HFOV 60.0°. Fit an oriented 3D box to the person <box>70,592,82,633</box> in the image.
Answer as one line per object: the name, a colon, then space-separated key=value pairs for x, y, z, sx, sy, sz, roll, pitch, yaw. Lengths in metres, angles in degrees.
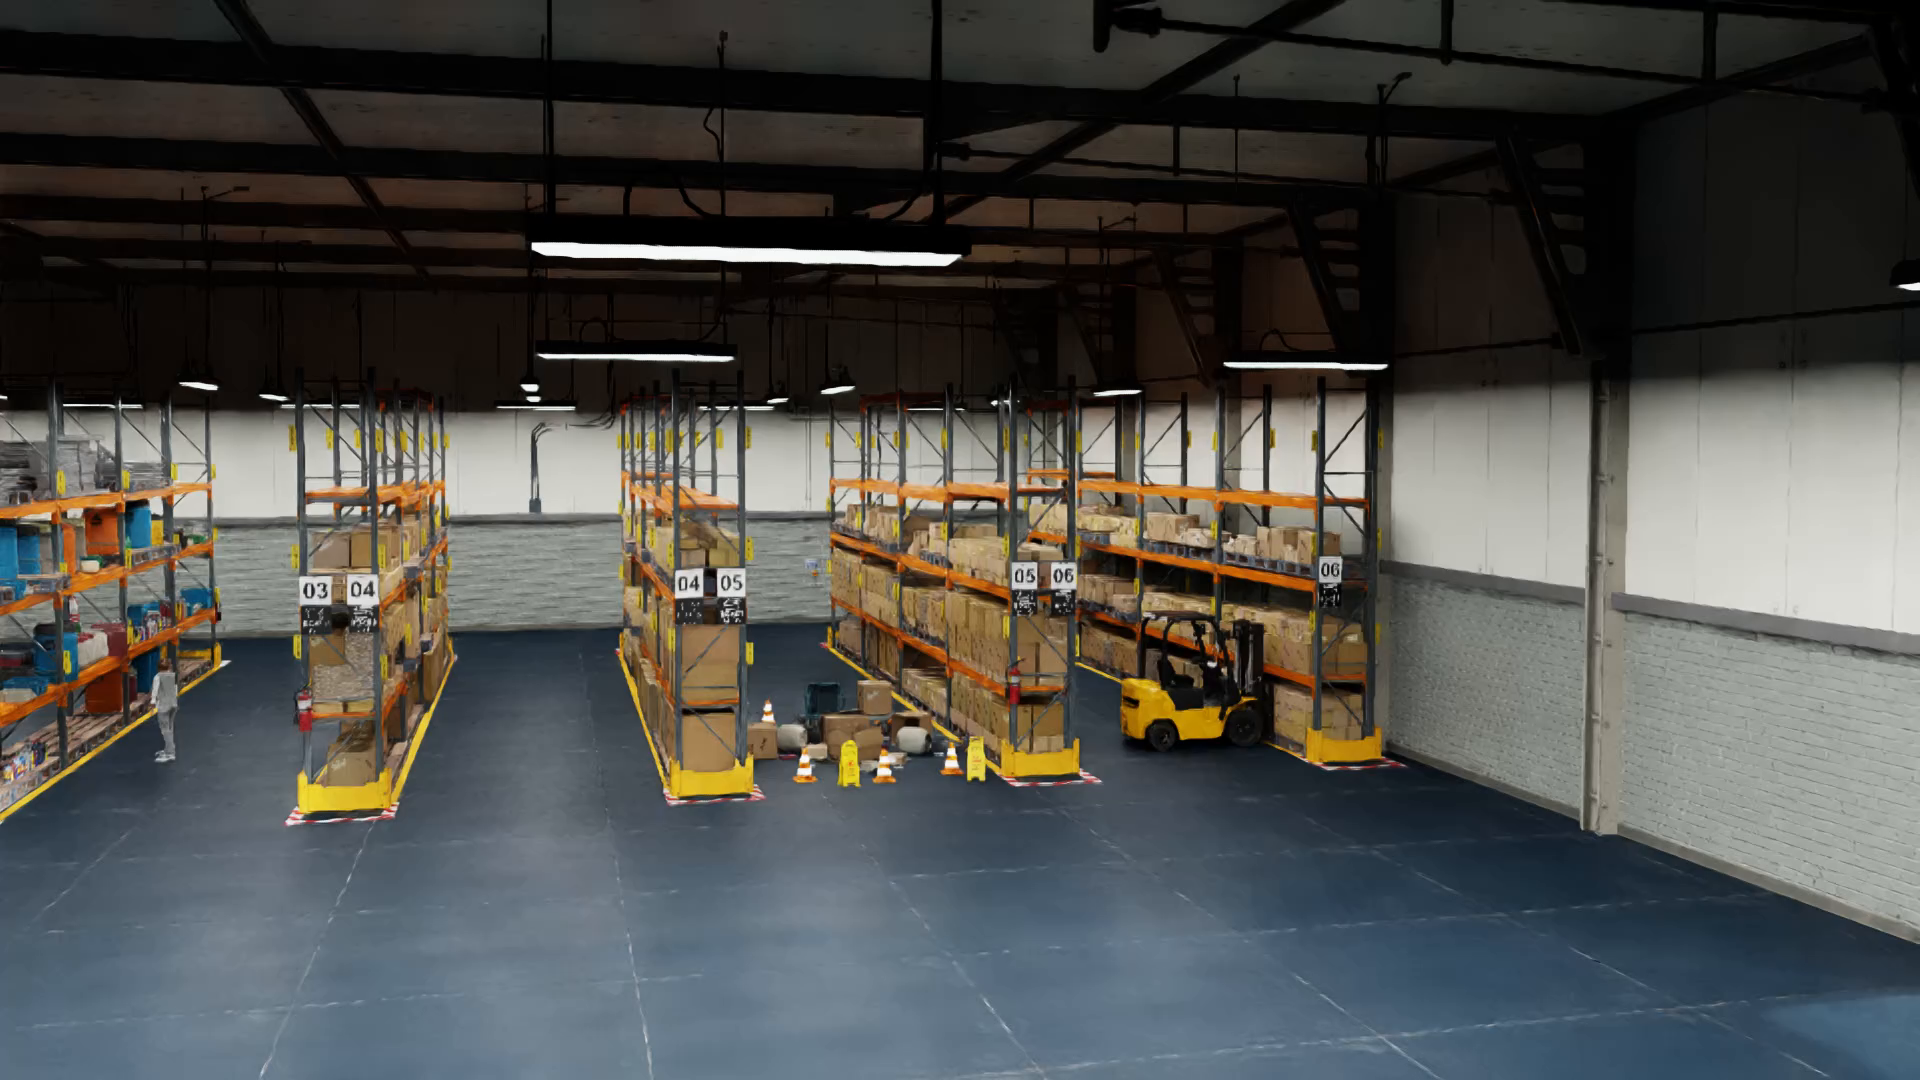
person: x=-19.955 y=1.870 z=37.335 sx=0.531 sy=1.785 sz=0.710 roll=1 pitch=4 yaw=23

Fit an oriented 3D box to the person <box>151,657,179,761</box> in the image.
person: x=-12.490 y=2.634 z=26.104 sx=0.527 sy=1.592 sz=0.522 roll=1 pitch=4 yaw=18
